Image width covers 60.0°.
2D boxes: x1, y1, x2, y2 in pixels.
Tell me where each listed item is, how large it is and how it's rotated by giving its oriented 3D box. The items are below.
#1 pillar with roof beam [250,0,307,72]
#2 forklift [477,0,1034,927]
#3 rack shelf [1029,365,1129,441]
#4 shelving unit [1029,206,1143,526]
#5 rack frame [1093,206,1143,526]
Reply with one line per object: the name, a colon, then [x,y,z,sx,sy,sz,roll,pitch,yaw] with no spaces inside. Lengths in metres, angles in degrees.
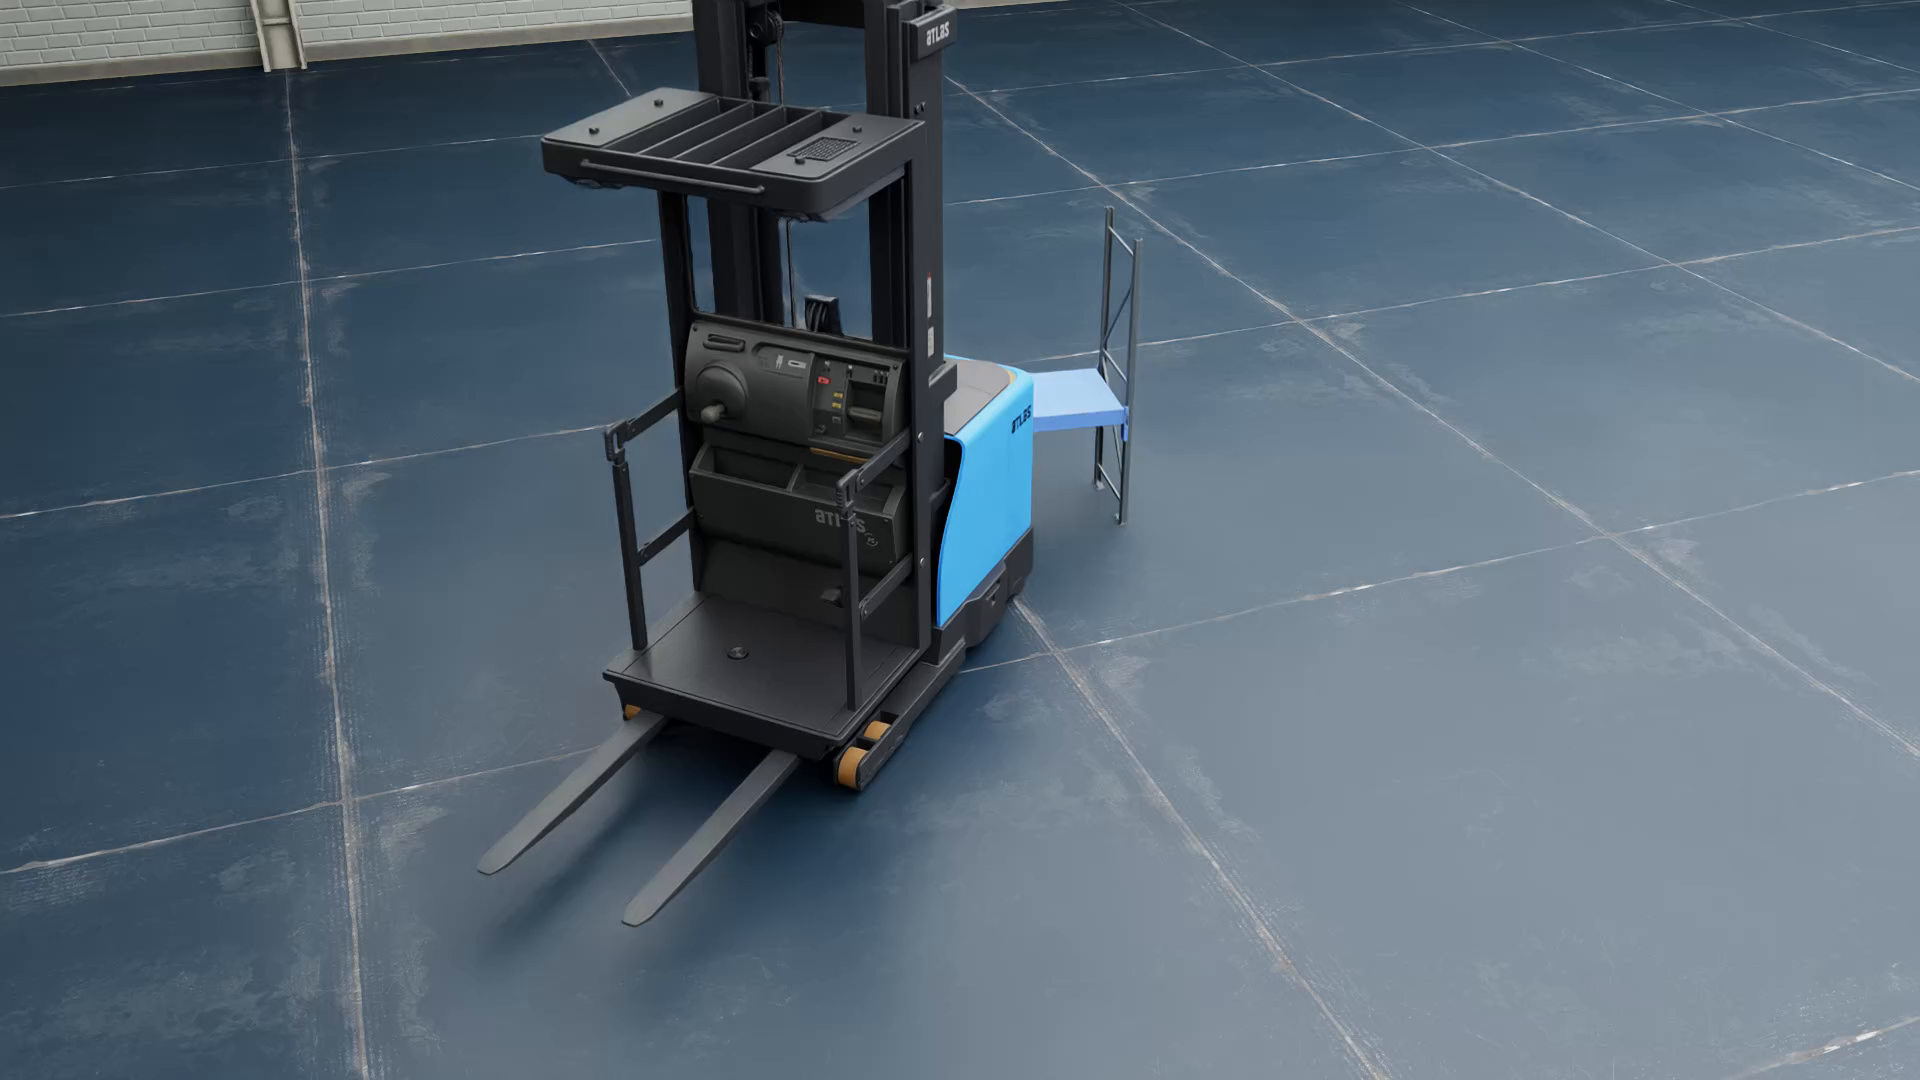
pillar with roof beam: [-5.189,-6.609,10.761,0.400,9.000,9.100,-10,31,-18]
forklift: [-0.739,-0.540,6.237,1.130,2.935,3.031,13,32,22]
rack shelf: [0.276,-0.637,8.217,1.000,0.185,0.538,-6,30,-10]
shelving unit: [0.276,-0.793,8.128,1.048,1.500,0.538,-6,30,-10]
rack frame: [0.774,-0.846,8.219,0.032,1.500,0.500,-6,30,-10]
